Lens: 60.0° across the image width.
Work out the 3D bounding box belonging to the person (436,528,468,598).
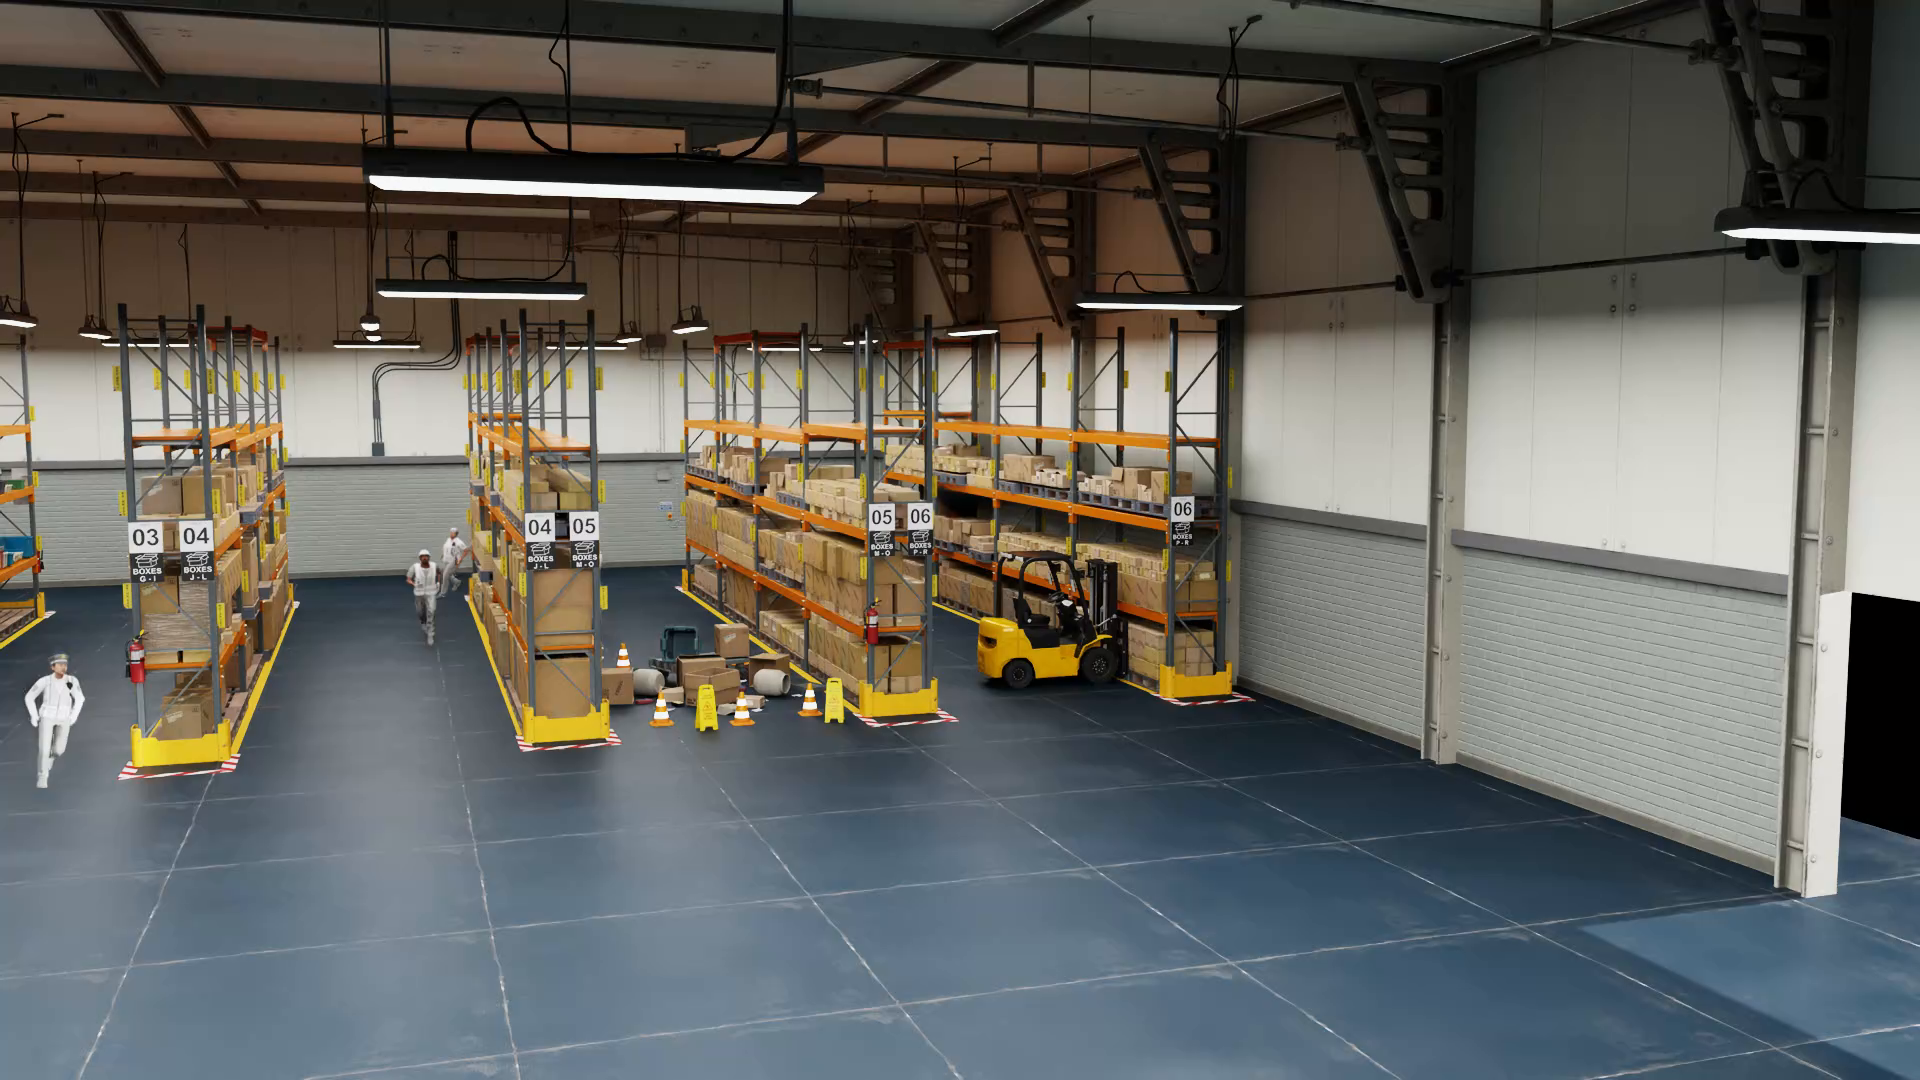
[{"bbox_3d":[-11.837,0.518,38.811,0.671,1.619,0.827,3,6,30],"label":"person"}]

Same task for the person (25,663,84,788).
[{"bbox_3d":[-11.325,2.257,20.828,0.663,1.605,0.507,-4,7,-36],"label":"person"}]

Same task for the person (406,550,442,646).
[{"bbox_3d":[-10.358,1.074,32.142,0.645,1.795,1.147,-1,6,-15],"label":"person"}]
